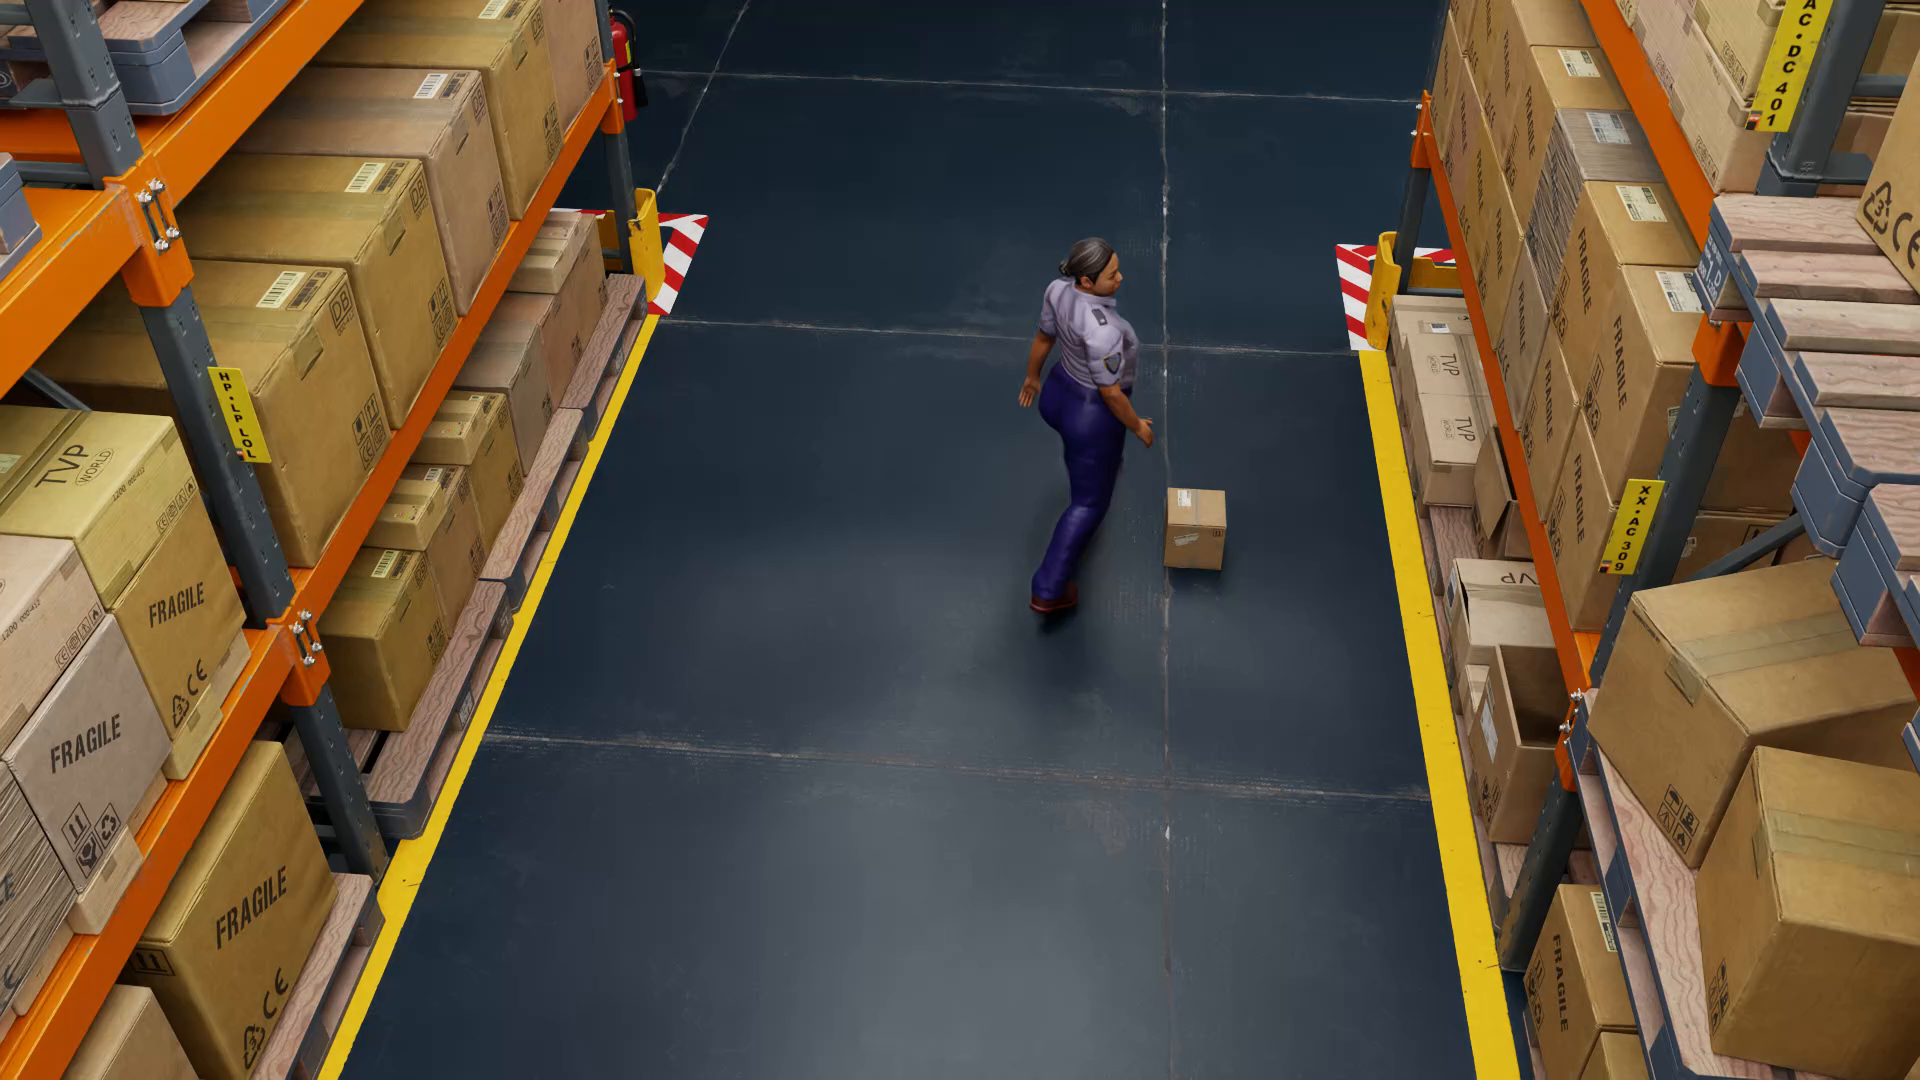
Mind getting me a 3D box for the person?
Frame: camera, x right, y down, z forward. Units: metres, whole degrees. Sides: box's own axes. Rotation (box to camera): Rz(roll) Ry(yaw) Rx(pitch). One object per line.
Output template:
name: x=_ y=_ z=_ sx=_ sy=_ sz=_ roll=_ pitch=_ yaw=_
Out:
person: x=0.522 y=-0.578 z=6.885 sx=0.924 sy=1.589 sz=0.807 roll=-20 pitch=44 yaw=-22
